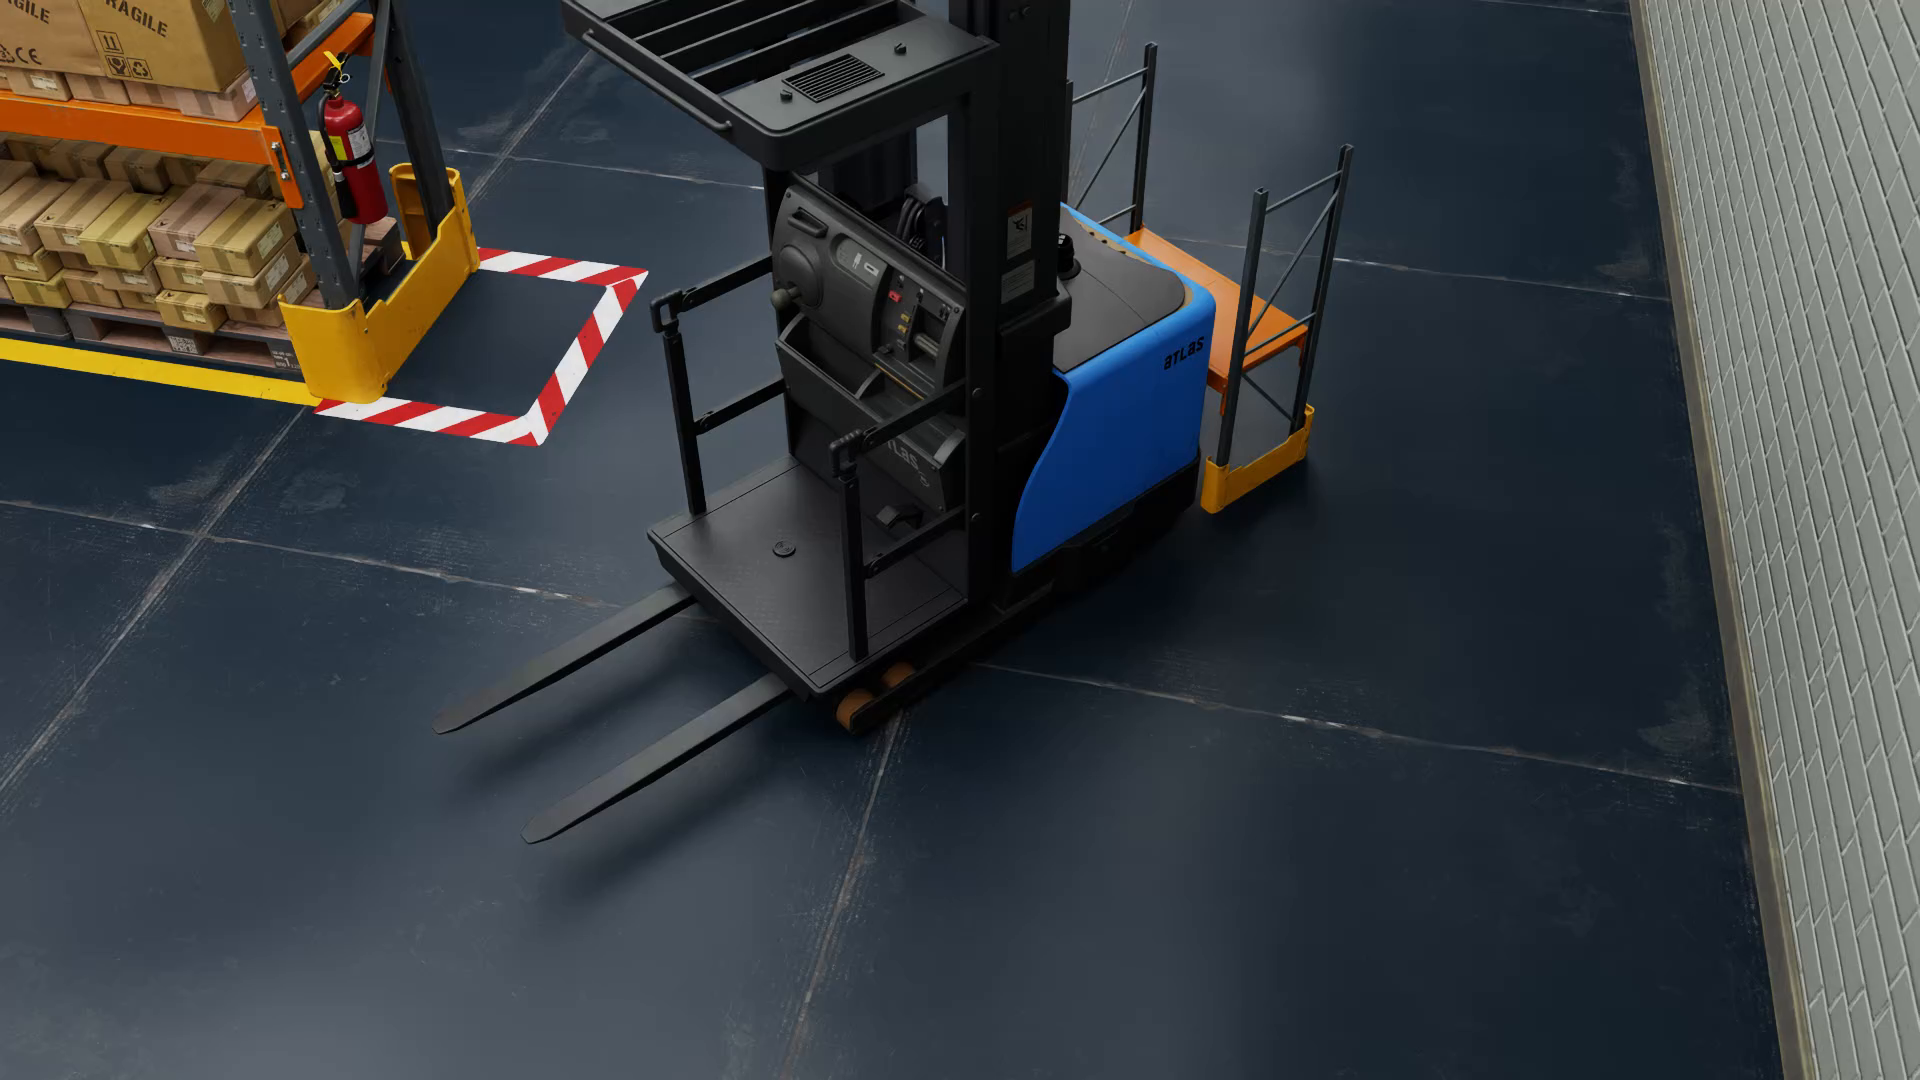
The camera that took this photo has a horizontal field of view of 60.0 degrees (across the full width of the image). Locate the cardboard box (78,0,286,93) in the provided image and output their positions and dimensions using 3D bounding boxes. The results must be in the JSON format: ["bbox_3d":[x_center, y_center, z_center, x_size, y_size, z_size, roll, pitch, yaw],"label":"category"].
[{"bbox_3d":[-3.055,-2.121,6.504,0.500,0.500,0.500,10,45,10],"label":"cardboard box"}]

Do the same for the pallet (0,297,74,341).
[{"bbox_3d":[-4.606,-1.424,8.078,1.213,0.211,1.003,9,45,9],"label":"pallet"}]

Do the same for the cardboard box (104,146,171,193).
[{"bbox_3d":[-3.771,-1.799,7.780,0.250,0.149,0.380,7,44,7],"label":"cardboard box"}]

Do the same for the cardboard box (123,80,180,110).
[{"bbox_3d":[-3.175,-1.915,6.758,0.250,0.149,0.380,9,45,9],"label":"cardboard box"}]

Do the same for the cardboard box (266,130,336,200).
[{"bbox_3d":[-2.997,-1.732,7.711,0.250,0.149,0.380,7,44,7],"label":"cardboard box"}]

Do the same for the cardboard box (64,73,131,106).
[{"bbox_3d":[-3.423,-1.943,6.787,0.250,0.149,0.380,8,45,9],"label":"cardboard box"}]

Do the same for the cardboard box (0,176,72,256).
[{"bbox_3d":[-4.158,-1.447,7.414,0.250,0.149,0.380,10,45,11],"label":"cardboard box"}]

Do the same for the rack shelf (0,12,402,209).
[{"bbox_3d":[-4.512,-2.128,7.317,4.000,0.370,1.077,9,45,9],"label":"rack shelf"}]

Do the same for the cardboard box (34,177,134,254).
[{"bbox_3d":[-3.884,-1.444,7.411,0.250,0.149,0.380,7,44,7],"label":"cardboard box"}]

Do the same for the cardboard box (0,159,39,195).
[{"bbox_3d":[-4.391,-1.562,7.534,0.250,0.149,0.380,7,44,8],"label":"cardboard box"}]

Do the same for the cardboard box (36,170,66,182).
[{"bbox_3d":[-4.309,-1.727,7.920,0.250,0.149,0.380,11,45,11],"label":"cardboard box"}]

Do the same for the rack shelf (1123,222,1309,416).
[{"bbox_3d":[0.914,-0.936,6.900,0.538,0.185,1.000,-30,51,-27],"label":"rack shelf"}]

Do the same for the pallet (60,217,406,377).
[{"bbox_3d":[-3.419,-1.238,7.884,1.213,0.211,1.003,9,45,9],"label":"pallet"}]

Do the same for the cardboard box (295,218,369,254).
[{"bbox_3d":[-3.002,-1.505,7.903,0.250,0.149,0.380,10,45,10],"label":"cardboard box"}]

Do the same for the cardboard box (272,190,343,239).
[{"bbox_3d":[-3.015,-1.569,7.755,0.250,0.149,0.380,11,45,11],"label":"cardboard box"}]

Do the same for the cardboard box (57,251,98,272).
[{"bbox_3d":[-3.885,-1.390,7.570,0.250,0.149,0.380,8,45,9],"label":"cardboard box"}]

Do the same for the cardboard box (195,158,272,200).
[{"bbox_3d":[-3.293,-1.692,7.669,0.250,0.149,0.380,10,45,10],"label":"cardboard box"}]

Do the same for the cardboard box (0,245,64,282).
[{"bbox_3d":[-4.153,-1.350,7.528,0.250,0.149,0.380,9,45,10],"label":"cardboard box"}]

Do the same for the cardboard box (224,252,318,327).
[{"bbox_3d":[-3.119,-1.147,7.532,0.250,0.149,0.380,10,45,10],"label":"cardboard box"}]

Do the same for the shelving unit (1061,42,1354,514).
[{"bbox_3d":[0.920,-1.061,6.770,0.587,1.500,1.083,-30,51,-27],"label":"shelving unit"}]

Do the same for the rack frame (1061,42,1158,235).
[{"bbox_3d":[0.589,-1.336,7.057,0.500,1.500,0.032,-30,51,-27],"label":"rack frame"}]

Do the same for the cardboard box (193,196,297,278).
[{"bbox_3d":[-3.132,-1.332,7.294,0.250,0.149,0.380,9,45,10],"label":"cardboard box"}]

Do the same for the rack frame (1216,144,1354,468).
[{"bbox_3d":[1.240,-0.795,6.494,0.500,1.500,0.032,-30,51,-27],"label":"rack frame"}]

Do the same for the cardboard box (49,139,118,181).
[{"bbox_3d":[-4.039,-1.847,7.830,0.250,0.149,0.380,10,45,11],"label":"cardboard box"}]

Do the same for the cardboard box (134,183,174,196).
[{"bbox_3d":[-3.755,-1.738,7.931,0.250,0.149,0.380,10,45,10],"label":"cardboard box"}]

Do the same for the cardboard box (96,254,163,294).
[{"bbox_3d":[-3.645,-1.280,7.455,0.250,0.149,0.380,7,44,7],"label":"cardboard box"}]

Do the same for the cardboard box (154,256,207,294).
[{"bbox_3d":[-3.381,-1.279,7.454,0.250,0.149,0.380,8,44,8],"label":"cardboard box"}]

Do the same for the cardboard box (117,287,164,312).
[{"bbox_3d":[-3.631,-1.216,7.603,0.250,0.149,0.380,9,45,9],"label":"cardboard box"}]

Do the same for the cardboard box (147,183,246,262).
[{"bbox_3d":[-3.365,-1.408,7.374,0.250,0.149,0.380,10,45,10],"label":"cardboard box"}]

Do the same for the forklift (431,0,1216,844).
[{"bbox_3d":[-0.476,-0.769,5.436,3.031,2.935,1.130,-31,52,-28],"label":"forklift"}]

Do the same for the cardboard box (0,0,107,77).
[{"bbox_3d":[-3.556,-2.203,6.589,0.500,0.500,0.500,8,45,8],"label":"cardboard box"}]

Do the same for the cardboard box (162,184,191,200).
[{"bbox_3d":[-3.528,-1.626,7.814,0.250,0.149,0.380,9,45,10],"label":"cardboard box"}]

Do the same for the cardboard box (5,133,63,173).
[{"bbox_3d":[-4.286,-1.918,7.904,0.250,0.149,0.380,9,45,10],"label":"cardboard box"}]

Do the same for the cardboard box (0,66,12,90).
[{"bbox_3d":[-3.927,-2.025,6.872,0.250,0.149,0.380,7,44,7],"label":"cardboard box"}]

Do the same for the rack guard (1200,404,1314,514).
[{"bbox_3d":[1.239,-0.345,6.928,0.587,0.250,0.087,-30,51,-27],"label":"rack guard"}]

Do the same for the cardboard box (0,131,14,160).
[{"bbox_3d":[-4.552,-1.891,7.876,0.250,0.149,0.380,9,45,9],"label":"cardboard box"}]

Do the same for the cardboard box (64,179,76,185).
[{"bbox_3d":[-4.035,-1.714,7.906,0.250,0.149,0.380,7,44,7],"label":"cardboard box"}]

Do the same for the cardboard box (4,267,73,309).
[{"bbox_3d":[-4.138,-1.241,7.629,0.250,0.149,0.380,7,44,7],"label":"cardboard box"}]

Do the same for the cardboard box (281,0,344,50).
[{"bbox_3d":[-2.805,-2.265,7.121,0.250,0.149,0.380,8,45,9],"label":"cardboard box"}]

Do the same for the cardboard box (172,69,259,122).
[{"bbox_3d":[-2.940,-1.852,6.692,0.250,0.149,0.380,9,45,9],"label":"cardboard box"}]

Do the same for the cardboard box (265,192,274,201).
[{"bbox_3d":[-3.270,-1.648,7.838,0.250,0.149,0.380,9,45,9],"label":"cardboard box"}]

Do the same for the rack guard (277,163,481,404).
[{"bbox_3d":[-2.634,-1.195,7.631,0.348,0.500,1.175,9,45,9],"label":"rack guard"}]

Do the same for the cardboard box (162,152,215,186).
[{"bbox_3d":[-3.510,-1.817,7.799,0.250,0.149,0.380,9,45,9],"label":"cardboard box"}]

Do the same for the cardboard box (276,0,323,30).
[{"bbox_3d":[-2.938,-2.483,6.880,0.500,0.500,0.500,11,45,11],"label":"cardboard box"}]

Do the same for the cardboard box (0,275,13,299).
[{"bbox_3d":[-4.400,-1.296,7.686,0.250,0.149,0.380,10,45,10],"label":"cardboard box"}]

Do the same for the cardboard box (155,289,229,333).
[{"bbox_3d":[-3.392,-1.118,7.501,0.250,0.149,0.380,10,45,10],"label":"cardboard box"}]

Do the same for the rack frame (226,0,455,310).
[{"bbox_3d":[-2.560,-2.084,6.753,0.127,3.000,1.000,9,45,9],"label":"rack frame"}]

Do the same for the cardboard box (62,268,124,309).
[{"bbox_3d":[-3.875,-1.244,7.633,0.250,0.149,0.380,9,45,9],"label":"cardboard box"}]

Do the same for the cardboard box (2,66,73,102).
[{"bbox_3d":[-3.677,-1.966,6.810,0.250,0.149,0.380,10,45,10],"label":"cardboard box"}]

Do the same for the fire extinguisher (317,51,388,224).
[{"bbox_3d":[-2.415,-1.572,6.545,0.183,0.674,0.296,9,45,9],"label":"fire extinguisher"}]

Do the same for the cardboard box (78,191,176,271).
[{"bbox_3d":[-3.645,-1.362,7.326,0.250,0.149,0.380,8,44,8],"label":"cardboard box"}]

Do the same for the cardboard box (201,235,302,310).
[{"bbox_3d":[-3.138,-1.202,7.375,0.250,0.149,0.380,8,44,8],"label":"cardboard box"}]
